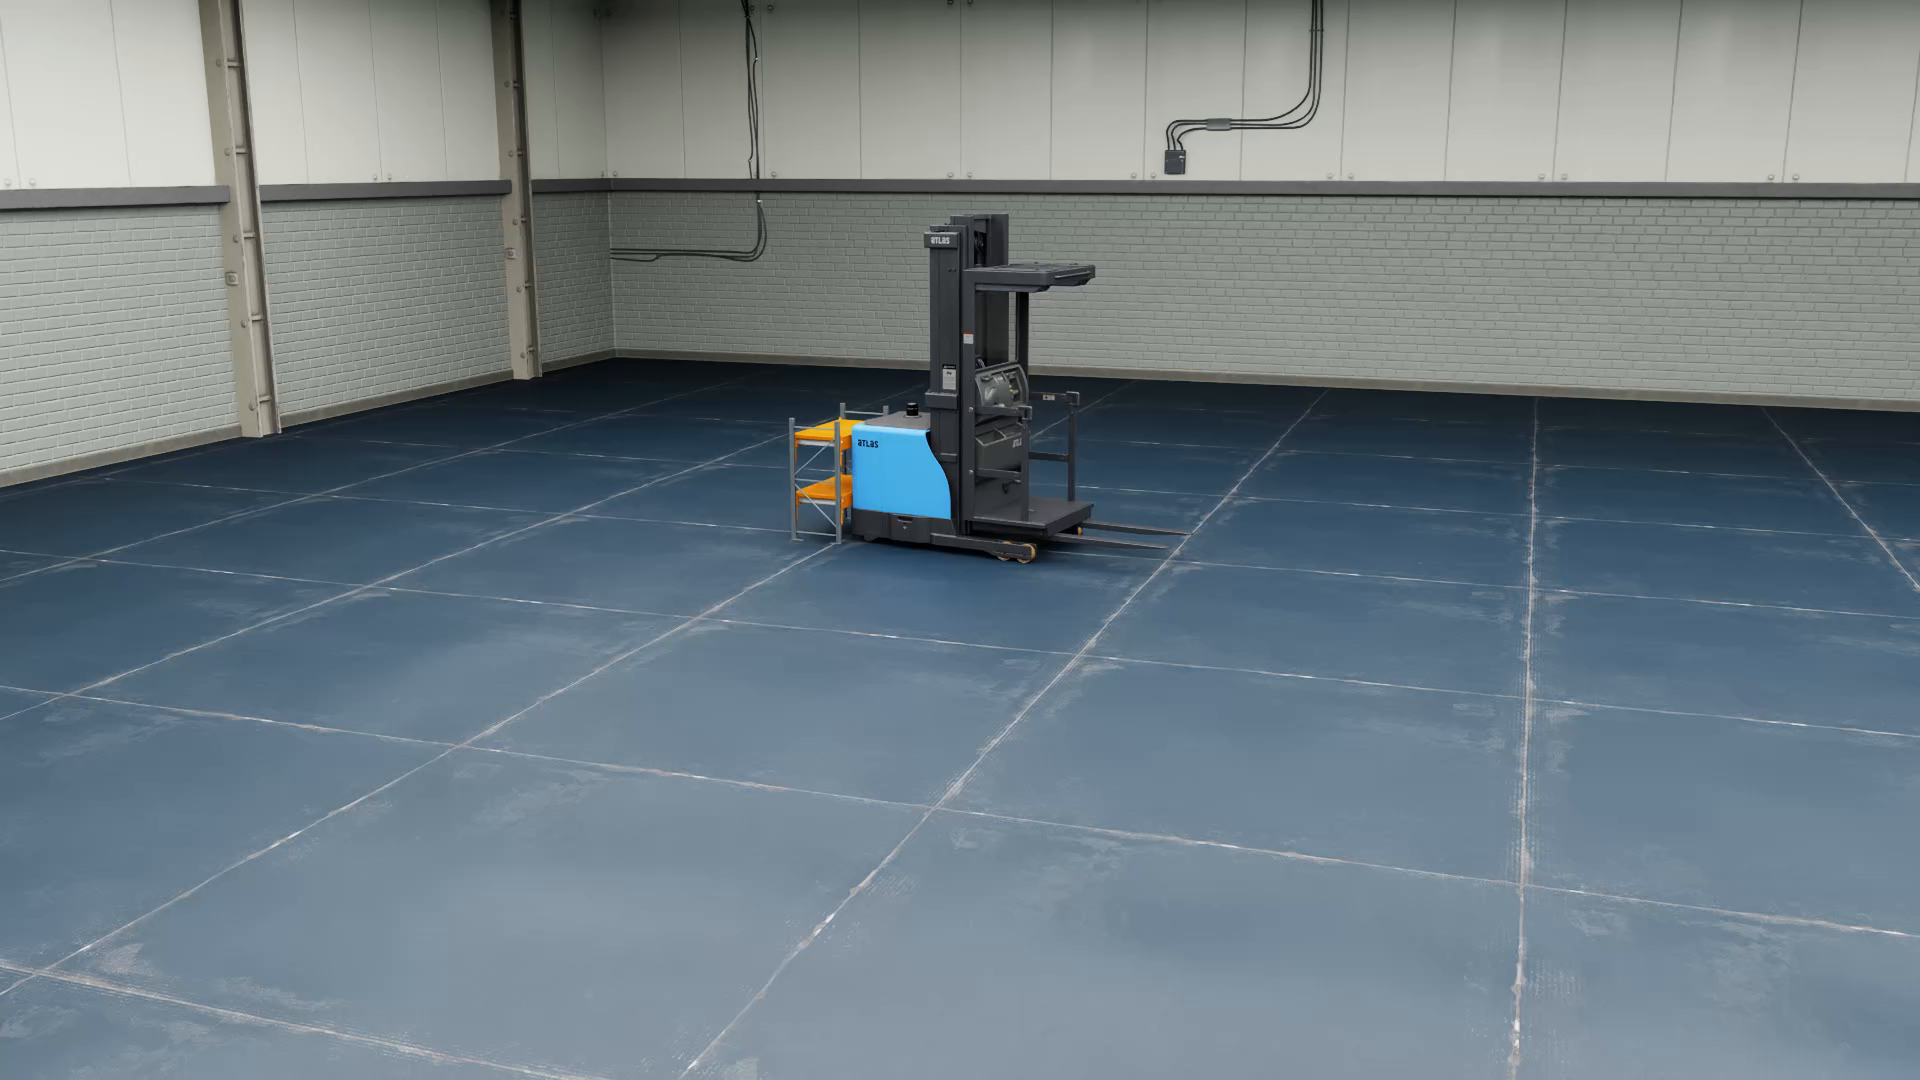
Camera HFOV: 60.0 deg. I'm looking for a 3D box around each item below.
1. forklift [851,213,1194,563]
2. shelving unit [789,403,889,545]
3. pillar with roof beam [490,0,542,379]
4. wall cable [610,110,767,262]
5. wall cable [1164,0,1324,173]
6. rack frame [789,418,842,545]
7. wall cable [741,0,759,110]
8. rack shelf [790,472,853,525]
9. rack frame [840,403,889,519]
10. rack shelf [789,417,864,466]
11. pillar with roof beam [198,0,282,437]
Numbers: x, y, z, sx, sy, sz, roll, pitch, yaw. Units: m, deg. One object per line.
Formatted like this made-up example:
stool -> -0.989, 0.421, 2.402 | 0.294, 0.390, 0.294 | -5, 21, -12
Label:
forklift -> 0.551, -1.364, 14.640 | 3.031, 2.935, 1.130 | 7, 14, 27
shelving unit -> -1.110, -0.635, 15.504 | 0.538, 1.125, 1.048 | 5, 14, 22
pillar with roof beam -> -2.864, -6.682, 24.301 | 9.100, 9.000, 0.400 | 4, 14, 18
wall cable -> -4.733, -6.003, 28.305 | 3.097, 2.526, 0.112 | 4, 14, 18
wall cable -> 4.244, -8.488, 24.572 | 2.305, 6.003, 0.169 | 4, 14, 18
rack frame -> -1.308, -0.531, 15.047 | 0.500, 1.125, 0.032 | 5, 14, 22
wall cable -> -2.174, -8.270, 26.890 | 3.097, 2.526, 0.112 | 4, 14, 18
rack shelf -> -1.110, -0.397, 15.558 | 0.538, 0.278, 1.000 | 5, 14, 22
rack frame -> -0.913, -0.739, 15.960 | 0.500, 1.125, 0.032 | 5, 14, 22
rack shelf -> -1.110, -0.920, 15.439 | 0.538, 0.278, 1.000 | 5, 14, 22
pillar with roof beam -> -4.806, -5.418, 18.766 | 9.100, 9.000, 0.400 | 4, 14, 18
